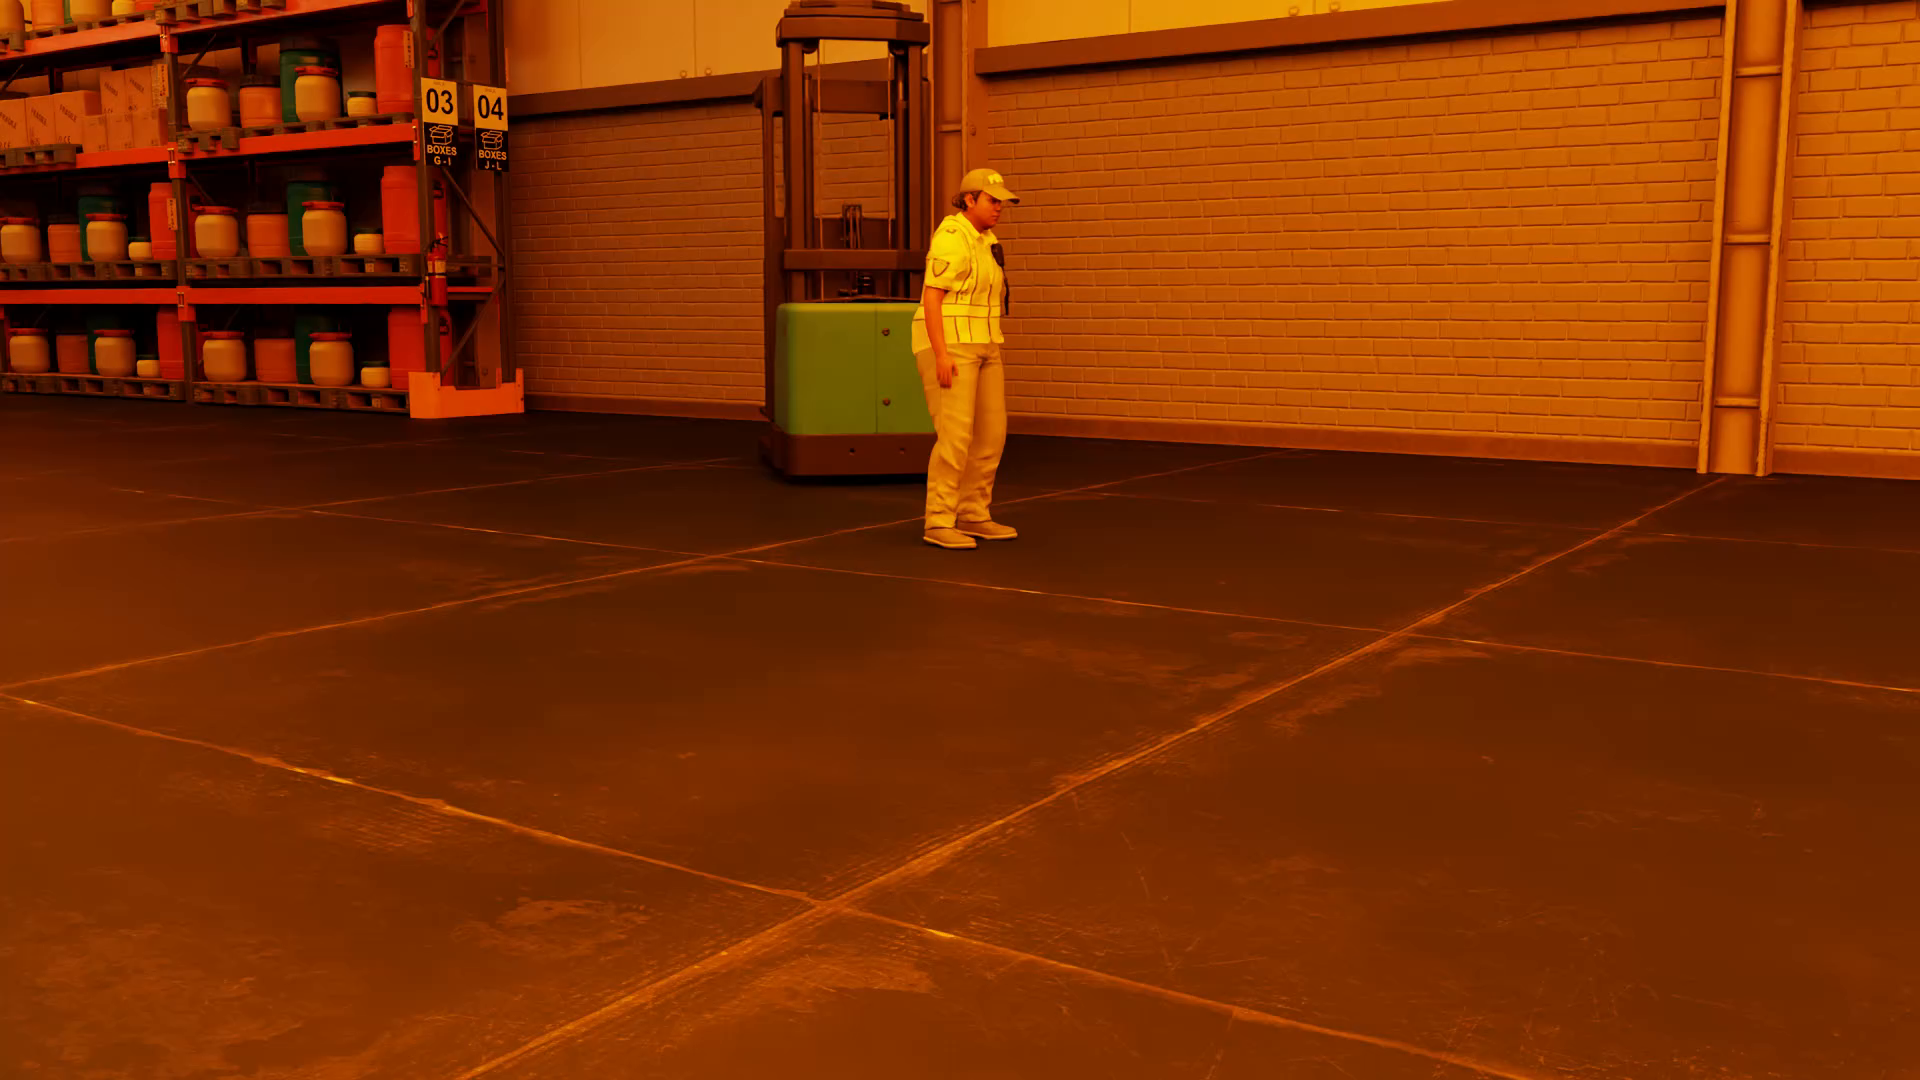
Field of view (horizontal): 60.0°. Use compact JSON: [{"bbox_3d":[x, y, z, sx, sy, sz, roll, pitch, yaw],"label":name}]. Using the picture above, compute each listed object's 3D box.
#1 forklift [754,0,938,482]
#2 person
[{"bbox_3d":[-0.778,-1.976,11.086,1.130,2.935,3.031,-2,8,-11],"label":"forklift"},{"bbox_3d":[0.037,-0.819,7.460,0.466,1.666,0.546,5,10,32],"label":"person"}]
